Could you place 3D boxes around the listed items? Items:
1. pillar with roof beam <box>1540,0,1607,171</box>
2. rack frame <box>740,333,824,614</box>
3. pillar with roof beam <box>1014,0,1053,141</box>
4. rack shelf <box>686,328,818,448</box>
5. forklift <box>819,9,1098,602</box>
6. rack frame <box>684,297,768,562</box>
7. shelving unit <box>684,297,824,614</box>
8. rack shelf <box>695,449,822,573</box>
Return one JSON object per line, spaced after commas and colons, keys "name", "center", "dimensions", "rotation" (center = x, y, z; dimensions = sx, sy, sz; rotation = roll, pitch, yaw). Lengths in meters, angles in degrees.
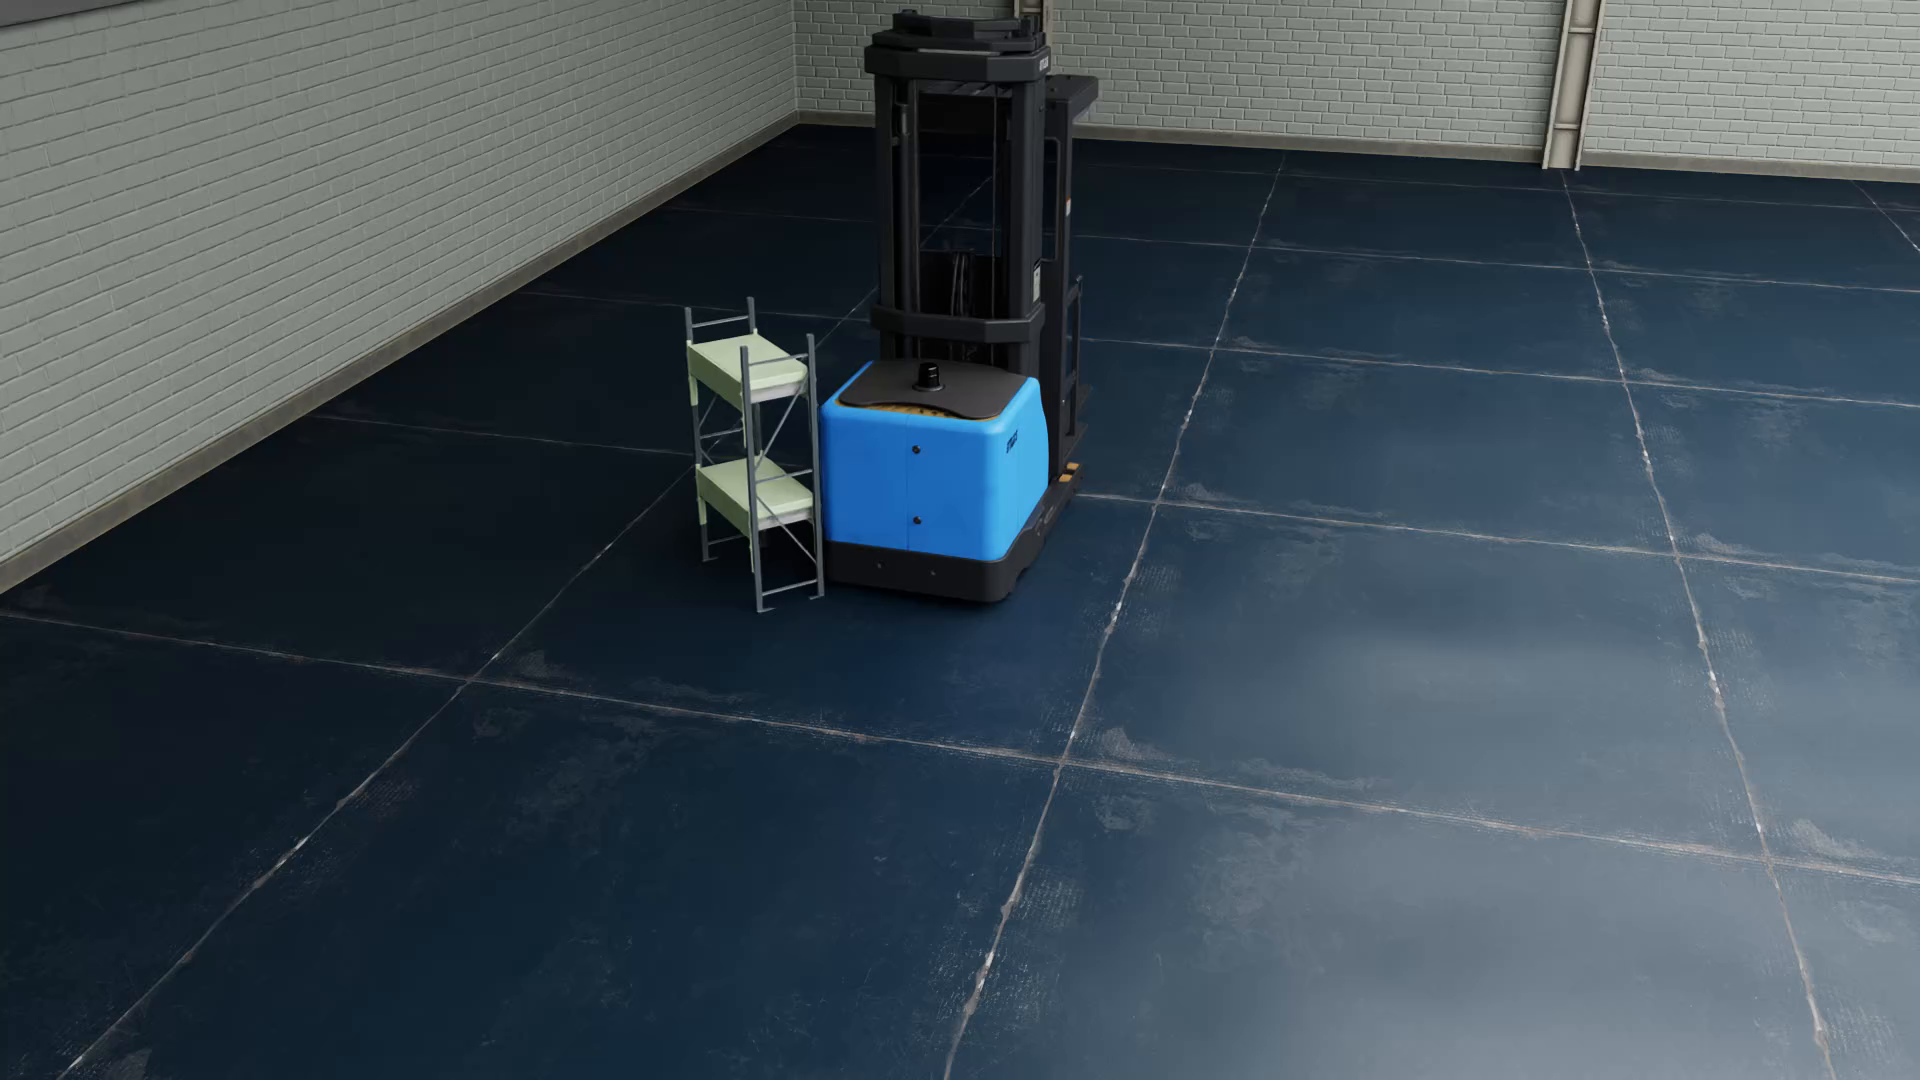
{"name": "pillar with roof beam", "center": [5.585, -6.418, 12.763], "dimensions": [0.400, 9.000, 9.100], "rotation": [6, 26, 13]}
{"name": "rack frame", "center": [-0.921, -0.328, 8.695], "dimensions": [0.400, 1.500, 0.023], "rotation": [-14, 29, -28]}
{"name": "pillar with roof beam", "center": [-0.225, -7.061, 14.112], "dimensions": [0.400, 9.000, 9.100], "rotation": [6, 26, 13]}
{"name": "rack shelf", "center": [-1.108, -0.816, 8.811], "dimensions": [0.431, 0.370, 0.720], "rotation": [-14, 29, -28]}
{"name": "forklift", "center": [0.150, -1.603, 9.707], "dimensions": [1.130, 2.935, 3.031], "rotation": [7, 26, 15]}
{"name": "rack frame", "center": [-1.296, -0.599, 9.262], "dimensions": [0.400, 1.500, 0.023], "rotation": [-14, 29, -28]}
{"name": "shelving unit", "center": [-1.108, -0.463, 8.979], "dimensions": [0.431, 1.500, 0.755], "rotation": [-14, 29, -28]}
{"name": "rack shelf", "center": [-1.108, -0.169, 9.119], "dimensions": [0.431, 0.370, 0.720], "rotation": [-14, 29, -28]}
